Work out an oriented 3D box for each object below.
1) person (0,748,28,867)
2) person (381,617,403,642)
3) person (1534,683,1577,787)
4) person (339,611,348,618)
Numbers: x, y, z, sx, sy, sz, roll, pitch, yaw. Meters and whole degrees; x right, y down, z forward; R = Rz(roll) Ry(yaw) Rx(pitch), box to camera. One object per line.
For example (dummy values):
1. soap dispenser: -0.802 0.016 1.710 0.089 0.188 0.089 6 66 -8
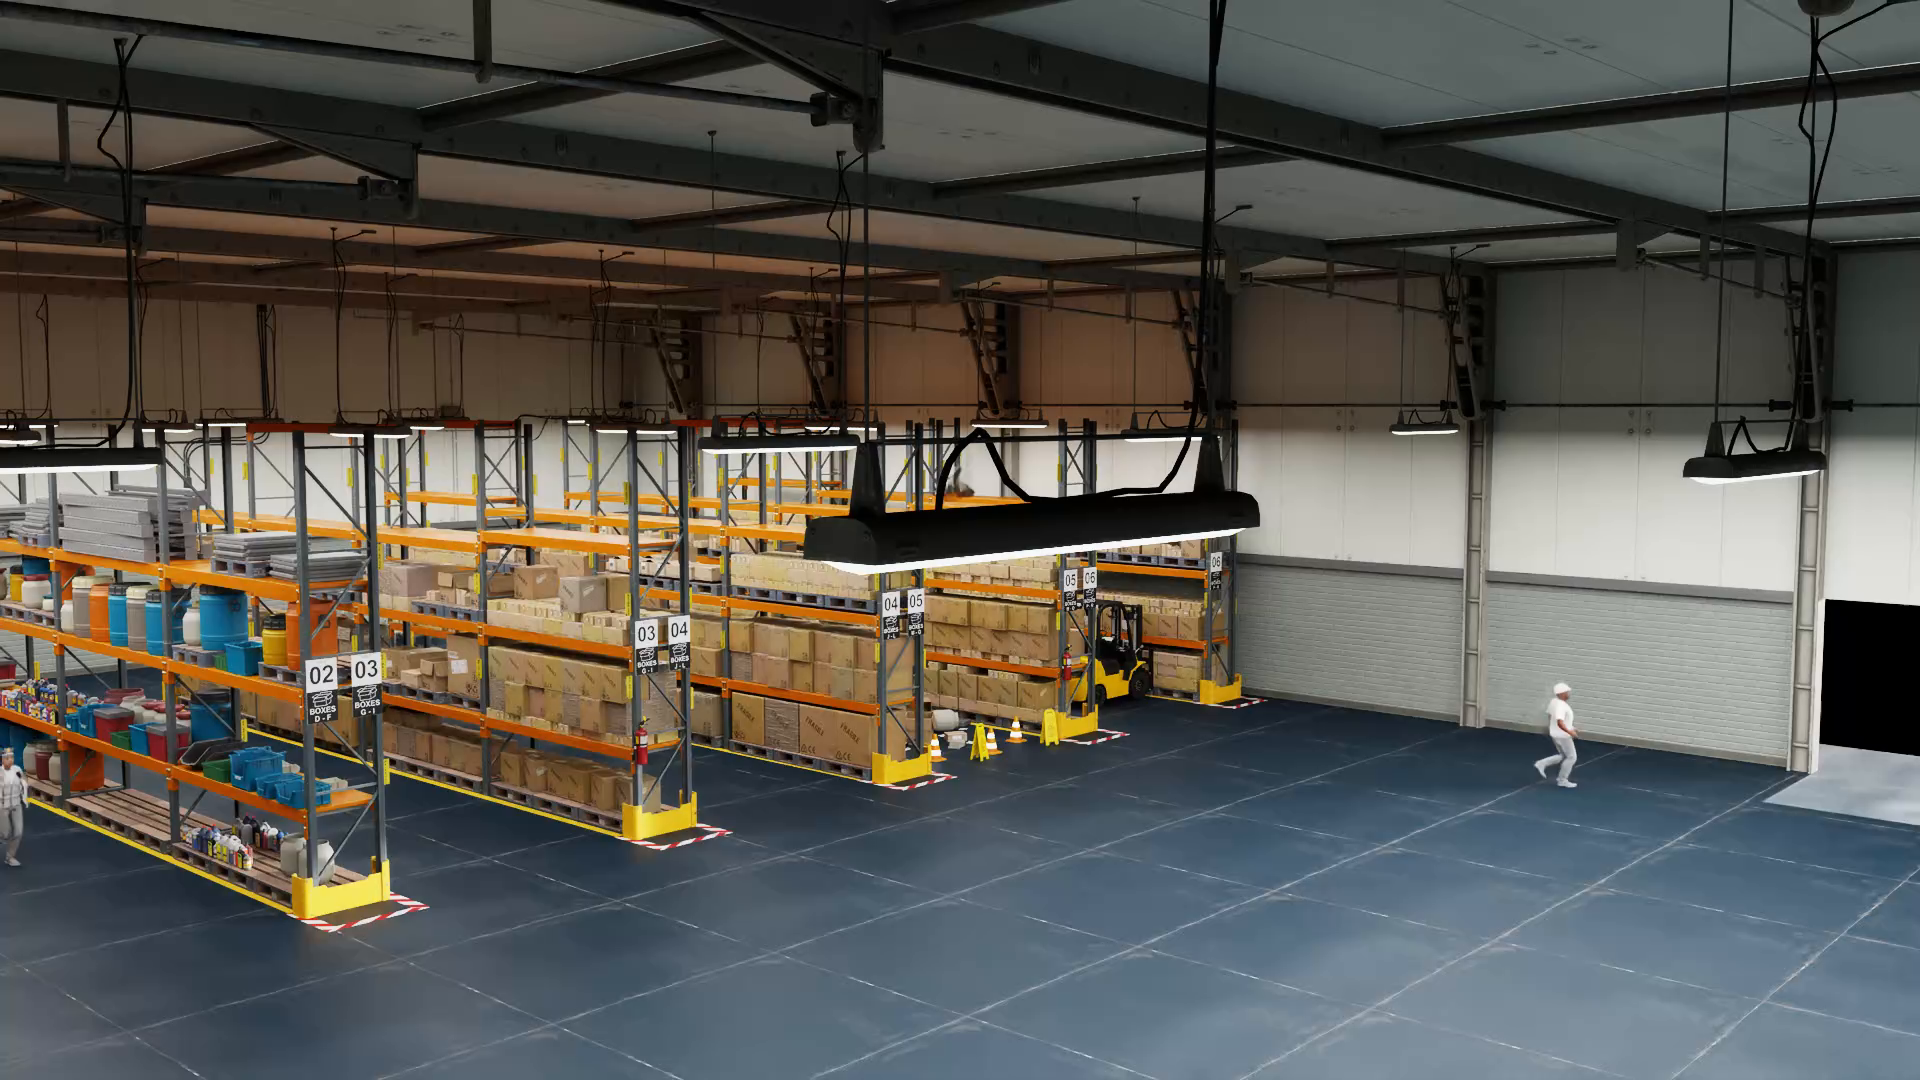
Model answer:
1. person: -13.148 3.648 22.885 0.592 1.648 0.607 3 6 34
2. person: -13.626 2.220 39.732 0.633 1.728 0.685 -5 7 -44
3. person: 9.866 3.222 27.474 0.665 1.718 0.707 0 5 4
4. person: -14.164 2.425 37.955 0.676 1.605 0.795 1 5 6
